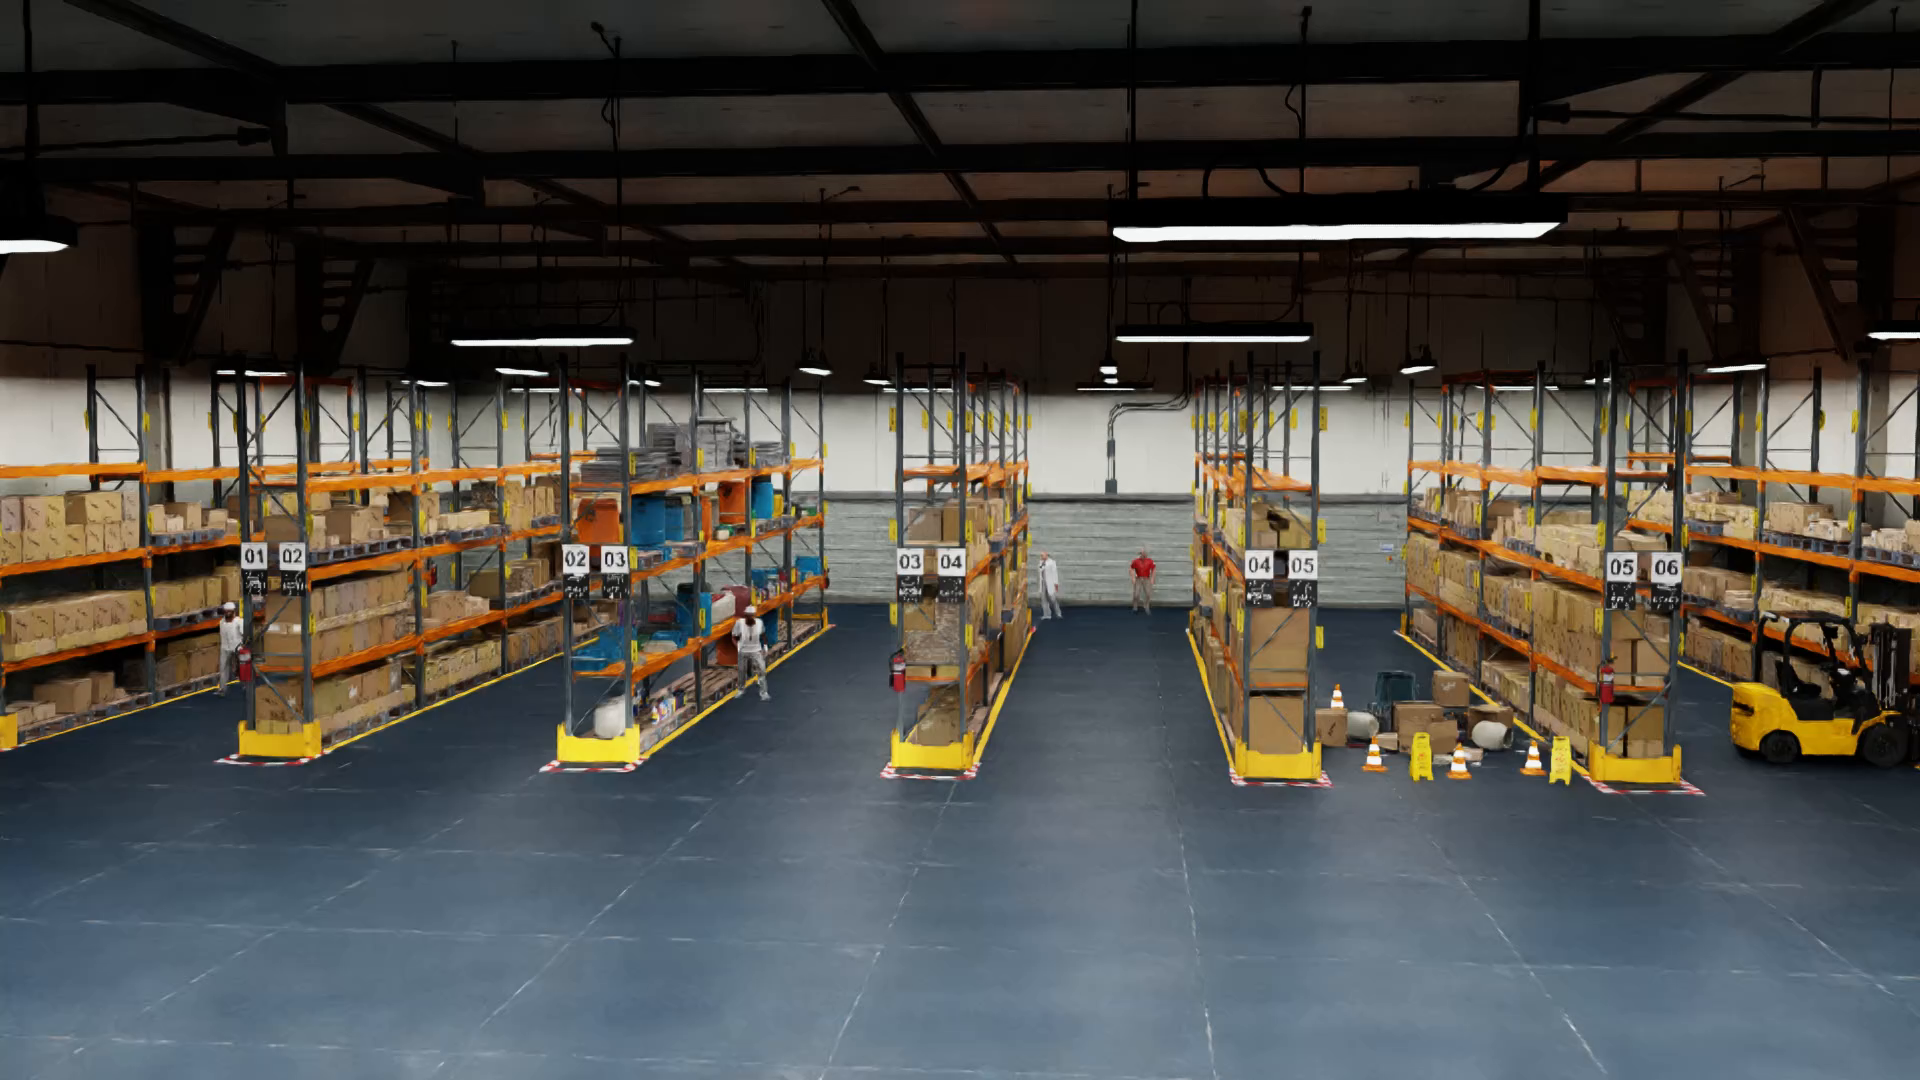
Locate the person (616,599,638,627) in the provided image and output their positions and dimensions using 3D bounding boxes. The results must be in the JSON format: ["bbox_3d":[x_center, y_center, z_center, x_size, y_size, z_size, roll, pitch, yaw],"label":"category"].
[{"bbox_3d":[-6.963,1.767,34.668,0.417,1.517,1.036,1,4,8],"label":"person"}]

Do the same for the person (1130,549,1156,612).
[{"bbox_3d":[4.803,1.063,43.754,0.682,1.675,0.535,0,4,4],"label":"person"}]

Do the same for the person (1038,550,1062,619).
[{"bbox_3d":[2.288,1.218,42.266,0.620,1.572,0.618,3,5,41],"label":"person"}]

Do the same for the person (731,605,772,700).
[{"bbox_3d":[-3.777,2.007,29.954,0.706,1.714,0.828,-1,4,-12],"label":"person"}]

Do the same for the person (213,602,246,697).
[{"bbox_3d":[-13.314,1.983,30.463,0.589,1.716,1.043,0,4,4],"label":"person"}]
